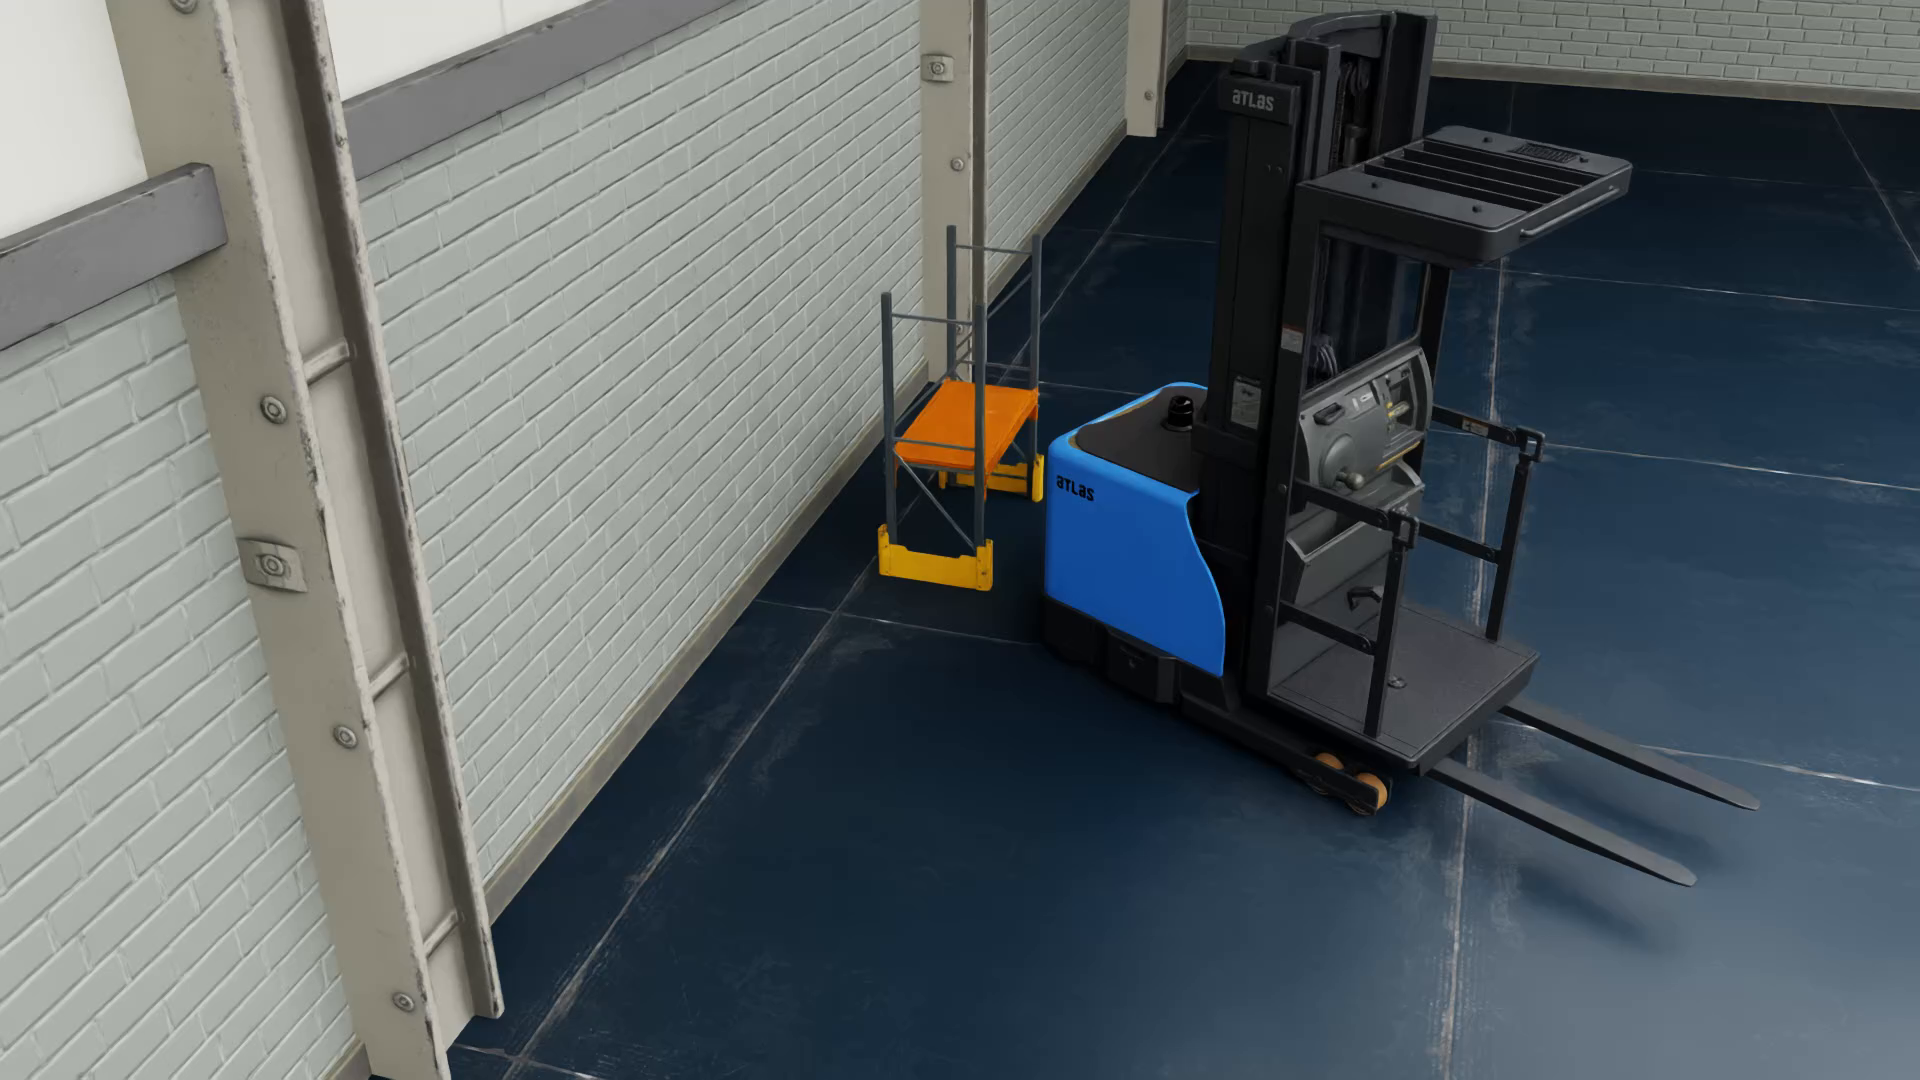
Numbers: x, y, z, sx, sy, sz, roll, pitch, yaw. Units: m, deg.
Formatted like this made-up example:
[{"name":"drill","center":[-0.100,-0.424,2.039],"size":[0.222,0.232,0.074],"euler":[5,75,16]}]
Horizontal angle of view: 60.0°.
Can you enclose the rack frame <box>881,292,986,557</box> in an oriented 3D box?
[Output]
[{"name":"rack frame","center":[-0.124,-0.459,8.032],"size":[0.500,1.500,0.032],"euler":[8,30,15]}]

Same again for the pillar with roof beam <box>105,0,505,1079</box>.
[{"name":"pillar with roof beam","center":[2.324,-1.613,2.393],"size":[9.100,9.000,0.400],"euler":[8,30,15]}]

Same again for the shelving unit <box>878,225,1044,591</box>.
[{"name":"shelving unit","center":[0.022,-0.691,8.449],"size":[0.587,1.500,1.083],"euler":[8,30,15]}]

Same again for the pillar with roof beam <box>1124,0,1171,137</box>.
[{"name":"pillar with roof beam","center":[5.846,-7.190,12.418],"size":[9.100,9.000,0.400],"euler":[8,30,15]}]

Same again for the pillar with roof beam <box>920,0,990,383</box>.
[{"name":"pillar with roof beam","center":[4.085,-4.401,7.405],"size":[9.100,9.000,0.400],"euler":[8,30,15]}]

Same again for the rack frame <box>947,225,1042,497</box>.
[{"name":"rack frame","center":[0.174,-0.931,8.881],"size":[0.500,1.500,0.032],"euler":[8,30,15]}]

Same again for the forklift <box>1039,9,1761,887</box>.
[{"name":"forklift","center":[1.787,-0.454,6.551],"size":[3.031,2.935,1.130],"euler":[25,38,37]}]

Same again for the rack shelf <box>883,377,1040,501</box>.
[{"name":"rack shelf","center":[0.025,-0.538,8.544],"size":[0.538,0.185,1.000],"euler":[8,30,15]}]

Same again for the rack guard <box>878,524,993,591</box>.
[{"name":"rack guard","center":[-0.124,0.087,8.337],"size":[0.587,0.250,0.087],"euler":[8,30,15]}]

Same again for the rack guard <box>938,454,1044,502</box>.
[{"name":"rack guard","center":[0.169,-0.376,9.169],"size":[0.587,0.250,0.087],"euler":[8,30,15]}]
